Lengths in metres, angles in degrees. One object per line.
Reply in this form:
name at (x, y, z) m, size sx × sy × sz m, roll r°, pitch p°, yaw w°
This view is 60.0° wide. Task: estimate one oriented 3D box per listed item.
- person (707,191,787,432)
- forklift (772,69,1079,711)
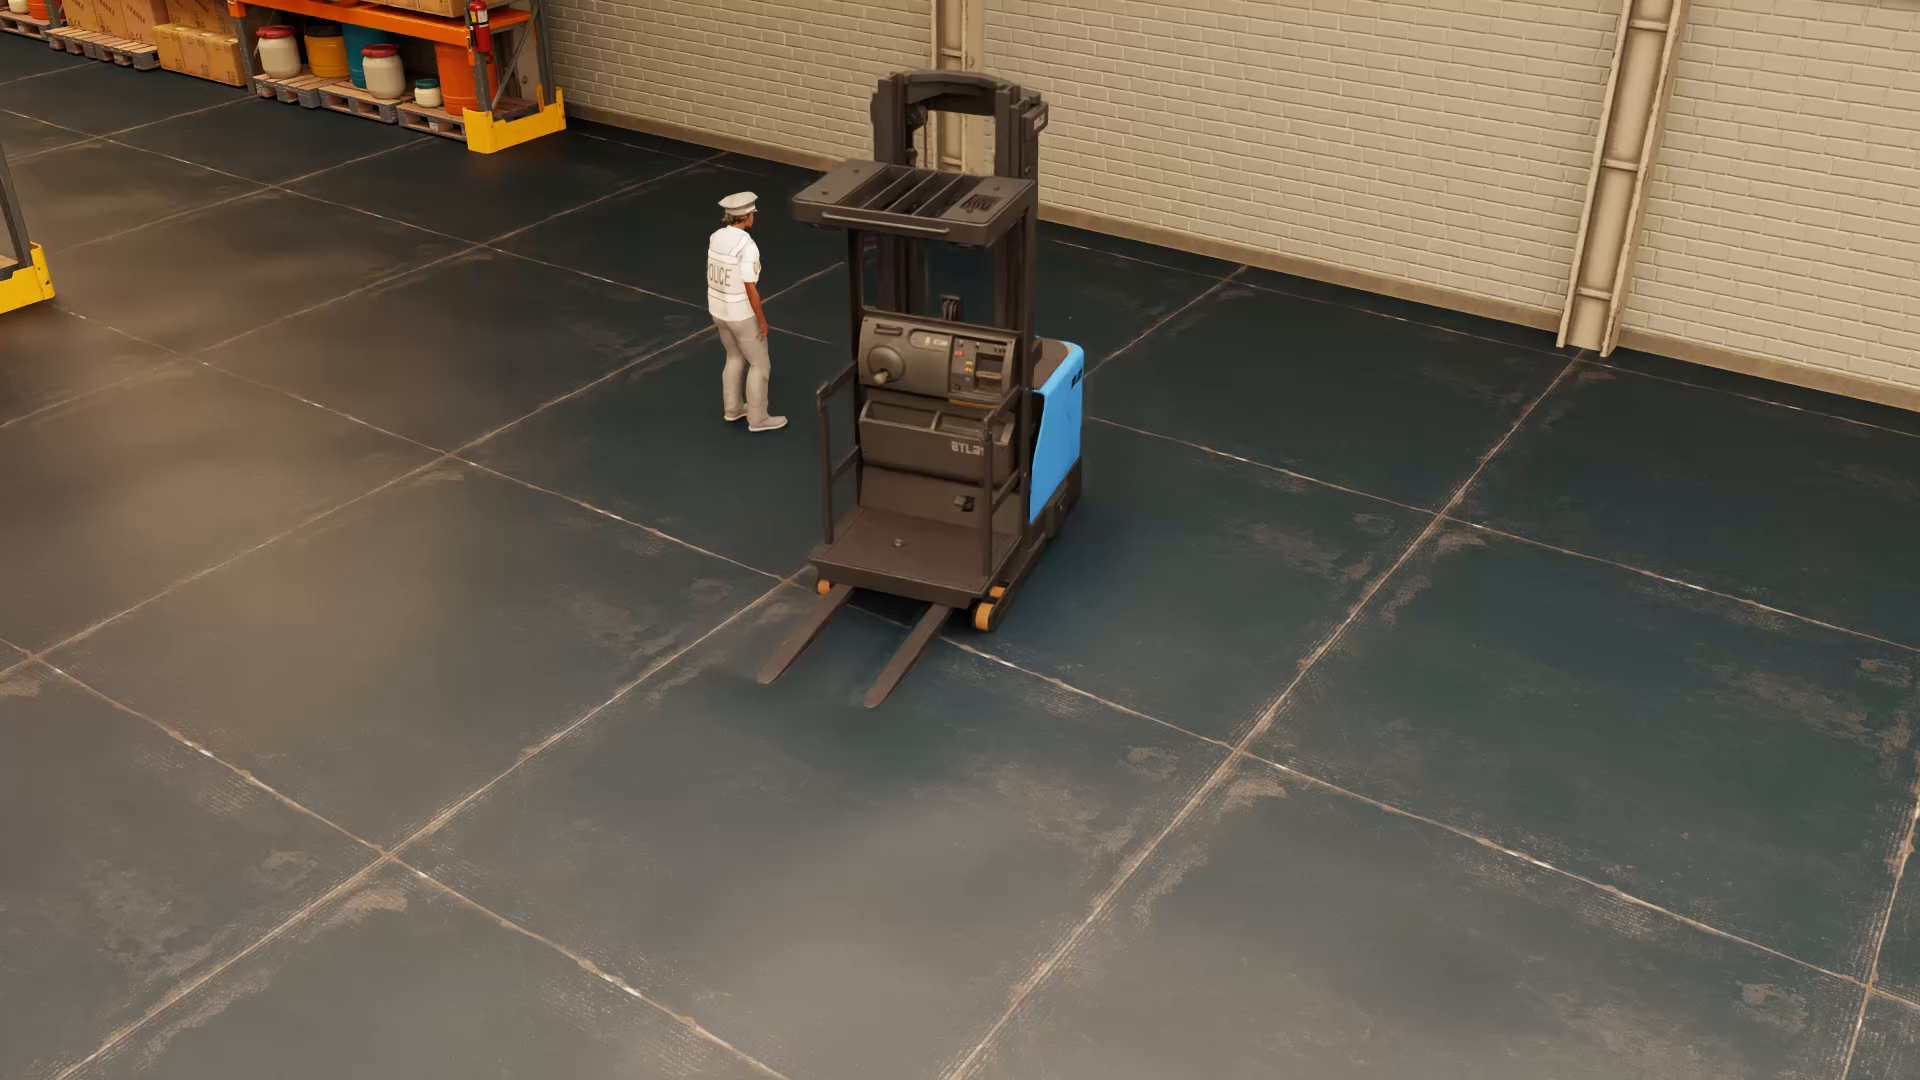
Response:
person at (-1.518, -1.571, 11.559) m, size 0.512 × 1.655 × 0.397 m, roll 27°, pitch 39°, yaw 38°
forklift at (-0.185, -0.973, 9.257) m, size 1.130 × 2.935 × 3.031 m, roll 10°, pitch 32°, yaw 16°
